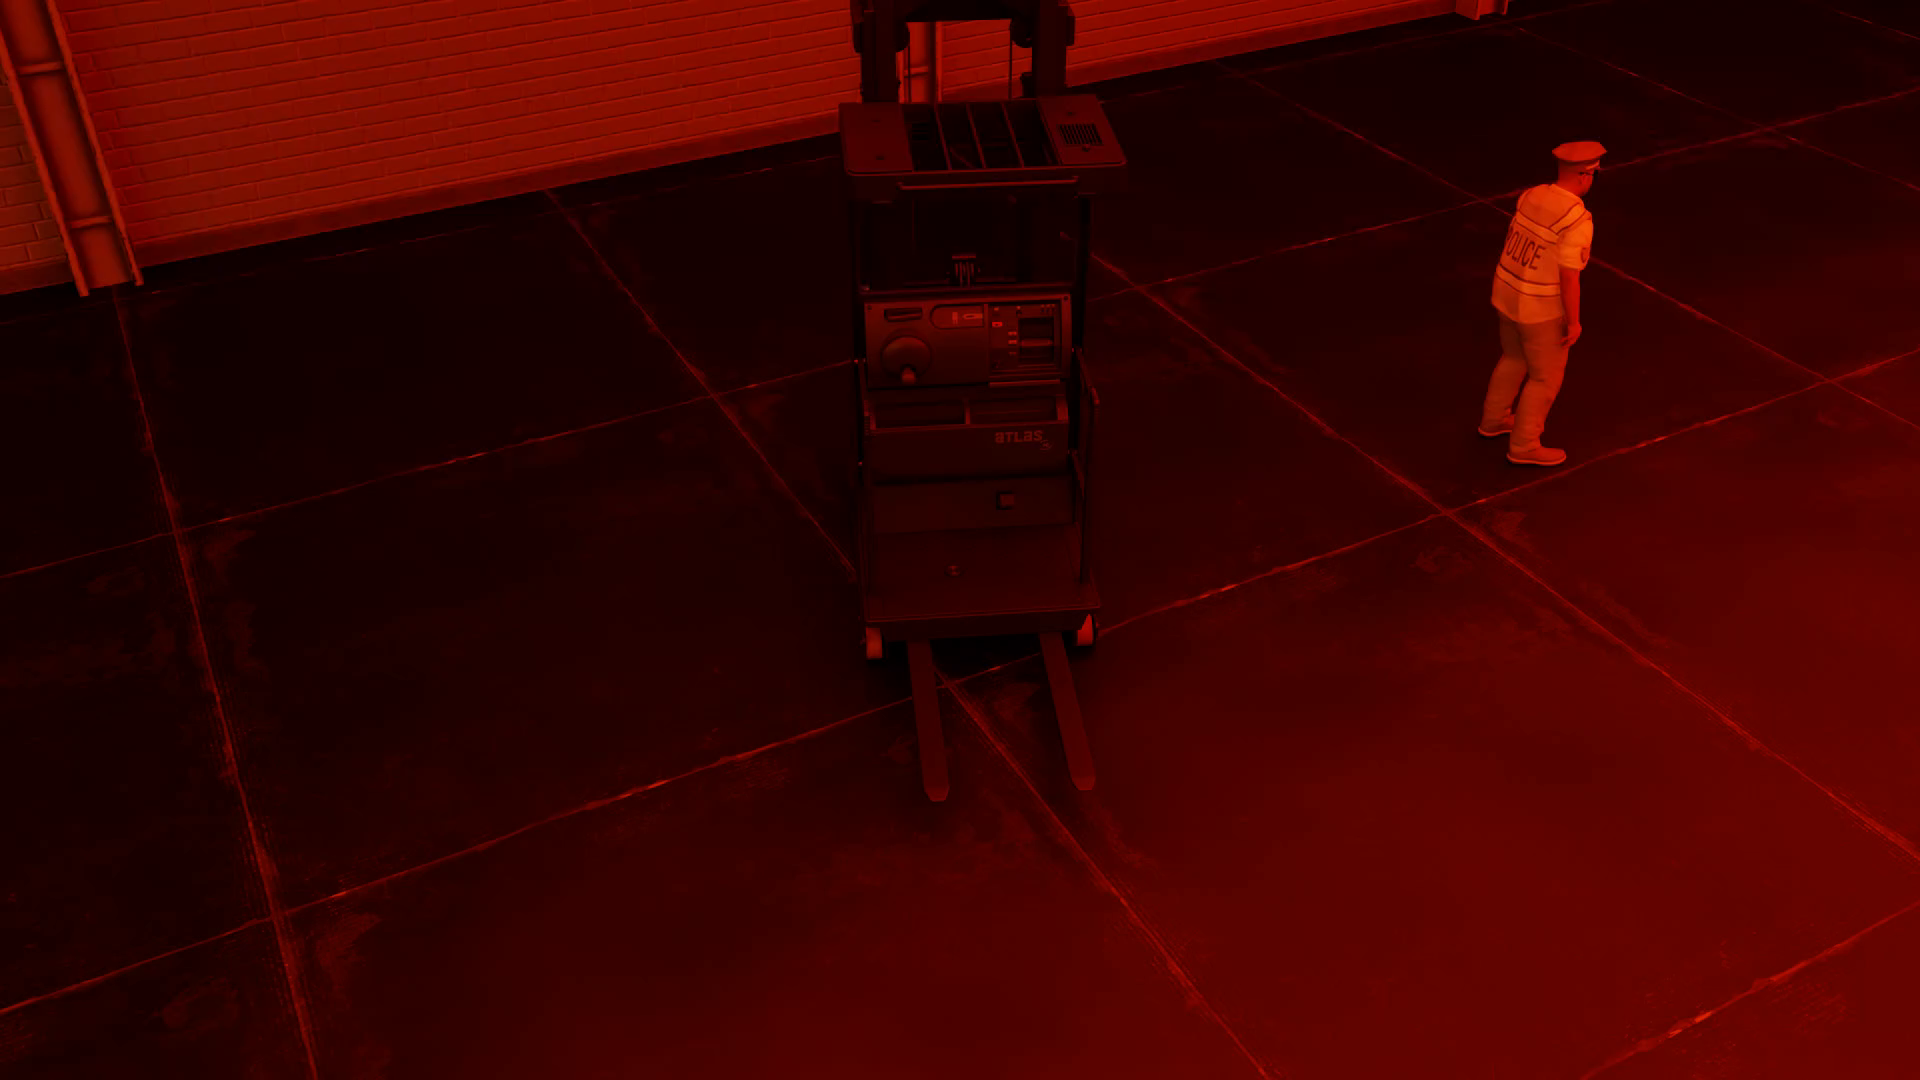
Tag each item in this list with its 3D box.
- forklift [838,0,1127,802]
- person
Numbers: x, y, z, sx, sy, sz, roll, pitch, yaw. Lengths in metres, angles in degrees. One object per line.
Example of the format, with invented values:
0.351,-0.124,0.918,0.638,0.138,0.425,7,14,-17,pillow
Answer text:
0.062,-0.839,7.310,1.130,2.935,3.031,-3,35,-5,forklift
3.104,-1.265,8.937,0.442,1.747,0.606,-11,37,-15,person
